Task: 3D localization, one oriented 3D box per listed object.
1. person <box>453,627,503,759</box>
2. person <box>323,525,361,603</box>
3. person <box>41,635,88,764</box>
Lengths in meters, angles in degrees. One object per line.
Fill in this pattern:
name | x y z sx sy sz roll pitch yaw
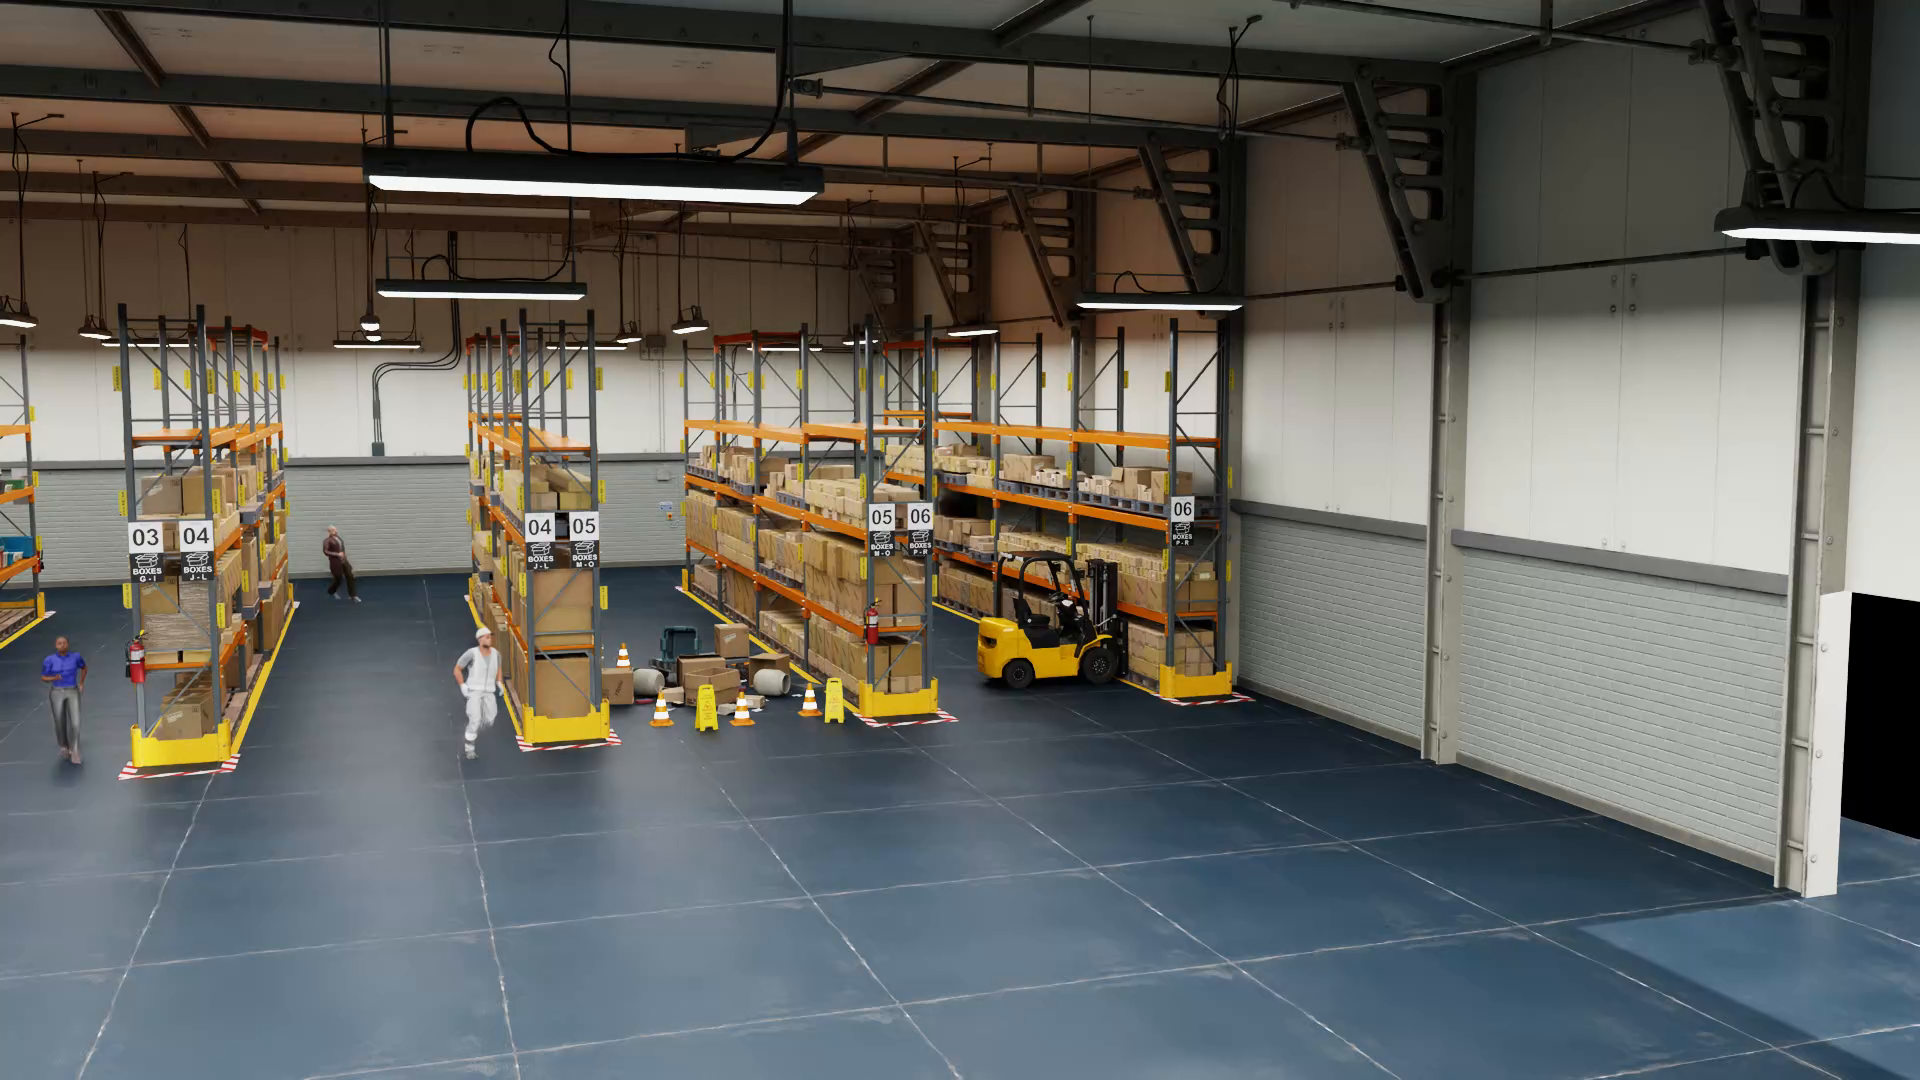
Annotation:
person | -6.460 2.034 22.383 0.703 1.727 0.573 -5 7 -40
person | -14.091 0.545 37.669 0.985 1.765 0.735 2 6 24
person | -11.813 2.113 21.970 0.555 1.697 0.702 -3 6 -29
